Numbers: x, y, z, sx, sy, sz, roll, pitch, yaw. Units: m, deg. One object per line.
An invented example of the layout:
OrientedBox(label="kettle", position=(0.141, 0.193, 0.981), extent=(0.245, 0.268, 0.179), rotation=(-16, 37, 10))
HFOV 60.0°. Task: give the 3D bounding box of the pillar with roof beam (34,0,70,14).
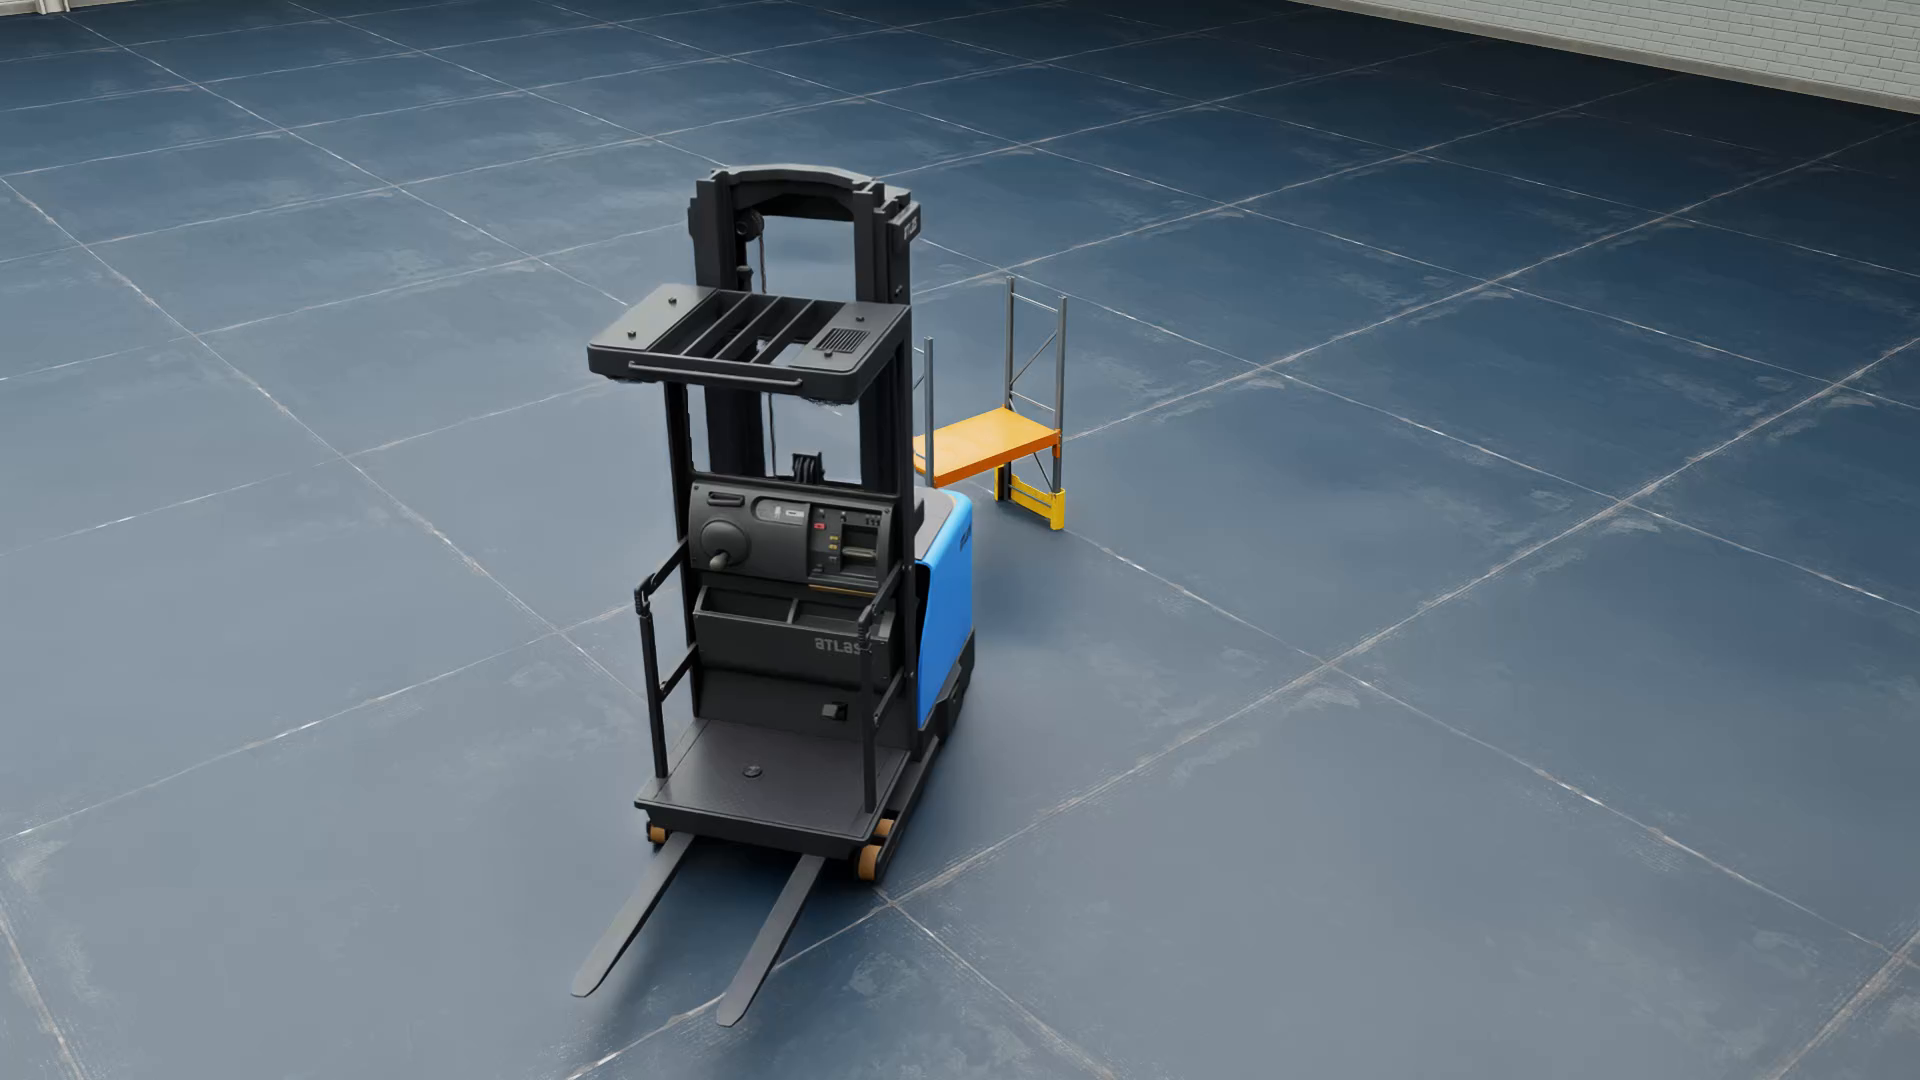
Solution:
OrientedBox(label="pillar with roof beam", position=(-11.003, -10.473, 20.300), extent=(0.400, 9.000, 9.100), rotation=(-22, 35, -35))

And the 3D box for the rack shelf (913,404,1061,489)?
OrientedBox(label="rack shelf", position=(0.065, -0.529, 10.030), extent=(1.000, 0.185, 0.538), rotation=(-22, 35, -35))

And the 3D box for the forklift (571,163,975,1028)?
OrientedBox(label="forklift", position=(-0.800, 0.024, 7.096), extent=(1.130, 2.935, 3.031), rotation=(7, 29, 13))

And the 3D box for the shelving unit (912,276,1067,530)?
OrientedBox(label="shelving unit", position=(0.058, -0.685, 9.940), extent=(1.083, 1.500, 0.587), rotation=(-22, 35, -35))

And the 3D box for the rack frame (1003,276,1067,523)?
OrientedBox(label="rack frame", position=(0.452, -0.843, 10.236), extent=(0.032, 1.500, 0.500), rotation=(-22, 35, -35))

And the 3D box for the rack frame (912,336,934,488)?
OrientedBox(label="rack frame", position=(-0.322, -0.532, 9.654), extent=(0.032, 1.500, 0.500), rotation=(-22, 35, -35))

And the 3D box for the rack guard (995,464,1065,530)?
OrientedBox(label="rack guard", position=(0.437, -0.286, 10.520), extent=(0.087, 0.250, 0.587), rotation=(-22, 35, -35))
